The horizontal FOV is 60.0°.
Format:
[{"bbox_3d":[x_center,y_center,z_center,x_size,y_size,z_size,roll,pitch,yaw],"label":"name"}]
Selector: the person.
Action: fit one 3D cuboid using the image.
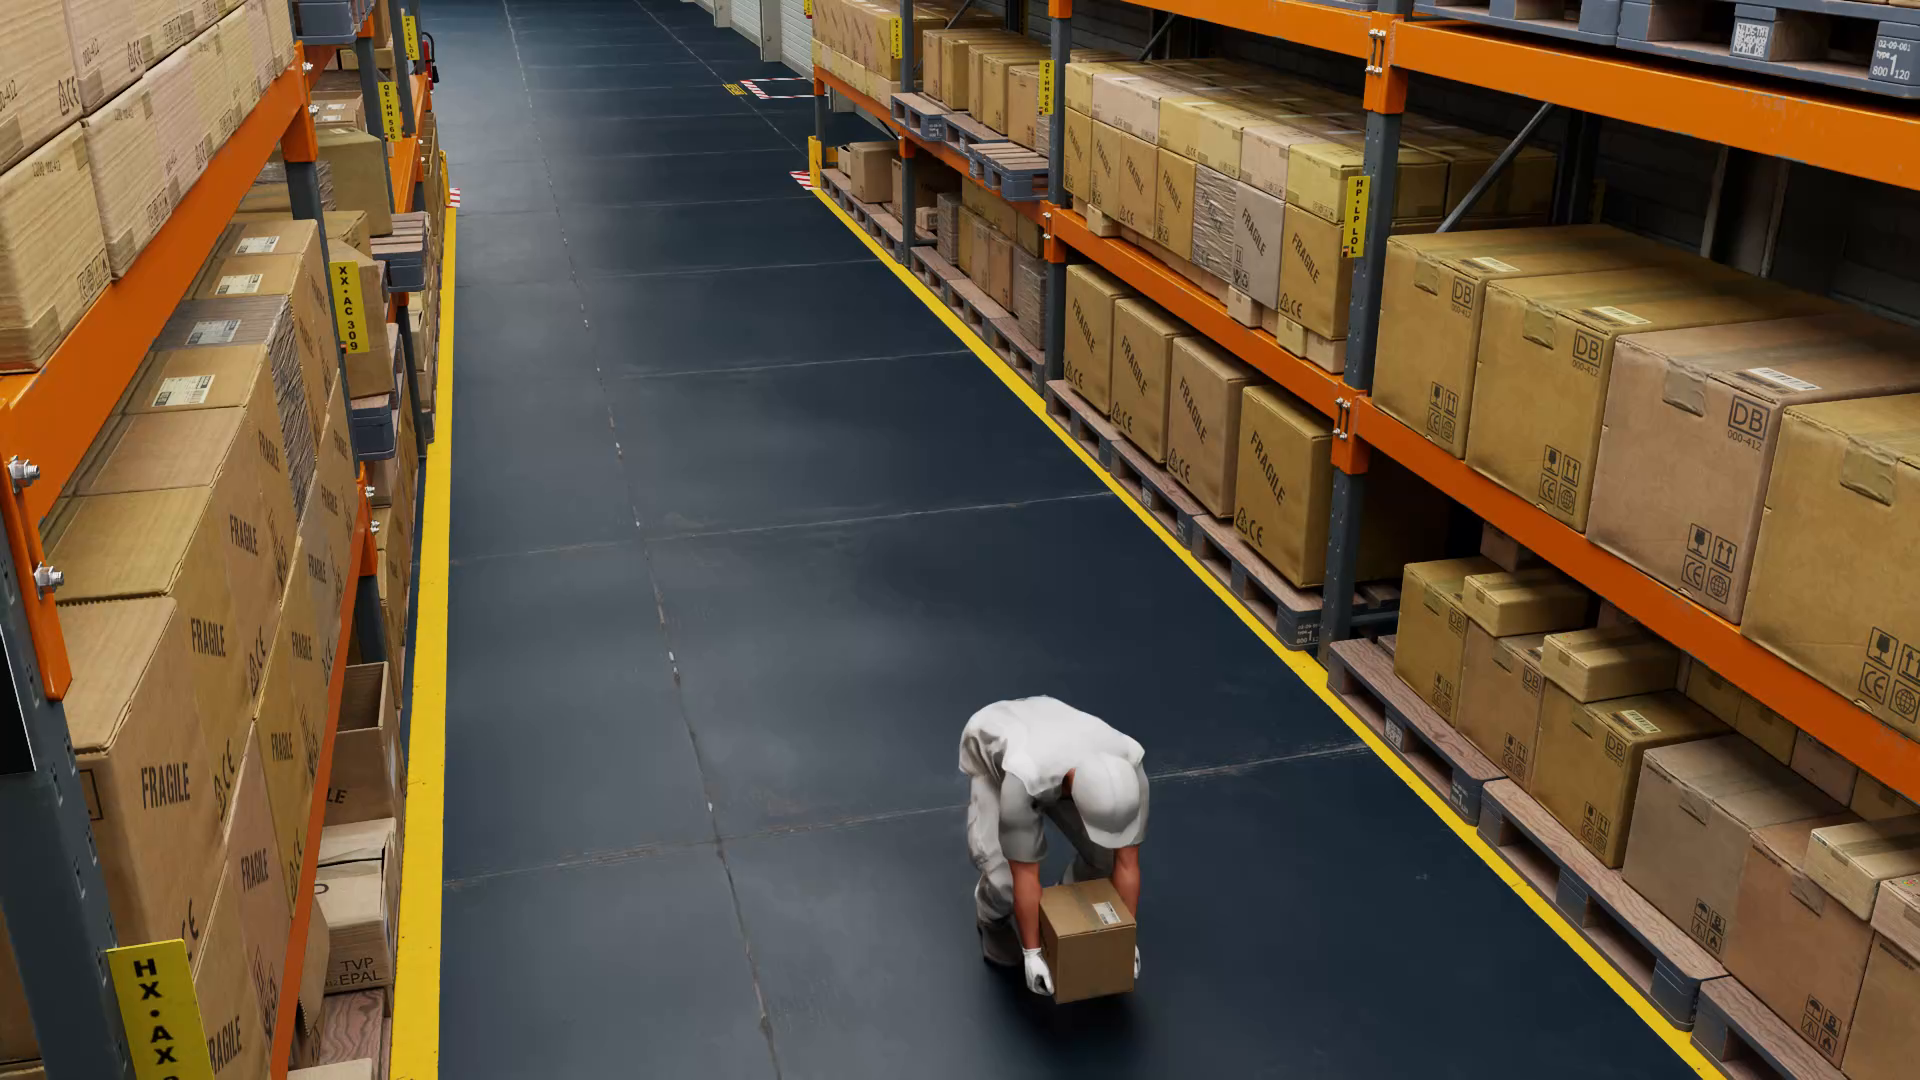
[{"bbox_3d":[0.304,0.958,5.318,0.533,0.987,0.935,-7,24,-16],"label":"person"}]
